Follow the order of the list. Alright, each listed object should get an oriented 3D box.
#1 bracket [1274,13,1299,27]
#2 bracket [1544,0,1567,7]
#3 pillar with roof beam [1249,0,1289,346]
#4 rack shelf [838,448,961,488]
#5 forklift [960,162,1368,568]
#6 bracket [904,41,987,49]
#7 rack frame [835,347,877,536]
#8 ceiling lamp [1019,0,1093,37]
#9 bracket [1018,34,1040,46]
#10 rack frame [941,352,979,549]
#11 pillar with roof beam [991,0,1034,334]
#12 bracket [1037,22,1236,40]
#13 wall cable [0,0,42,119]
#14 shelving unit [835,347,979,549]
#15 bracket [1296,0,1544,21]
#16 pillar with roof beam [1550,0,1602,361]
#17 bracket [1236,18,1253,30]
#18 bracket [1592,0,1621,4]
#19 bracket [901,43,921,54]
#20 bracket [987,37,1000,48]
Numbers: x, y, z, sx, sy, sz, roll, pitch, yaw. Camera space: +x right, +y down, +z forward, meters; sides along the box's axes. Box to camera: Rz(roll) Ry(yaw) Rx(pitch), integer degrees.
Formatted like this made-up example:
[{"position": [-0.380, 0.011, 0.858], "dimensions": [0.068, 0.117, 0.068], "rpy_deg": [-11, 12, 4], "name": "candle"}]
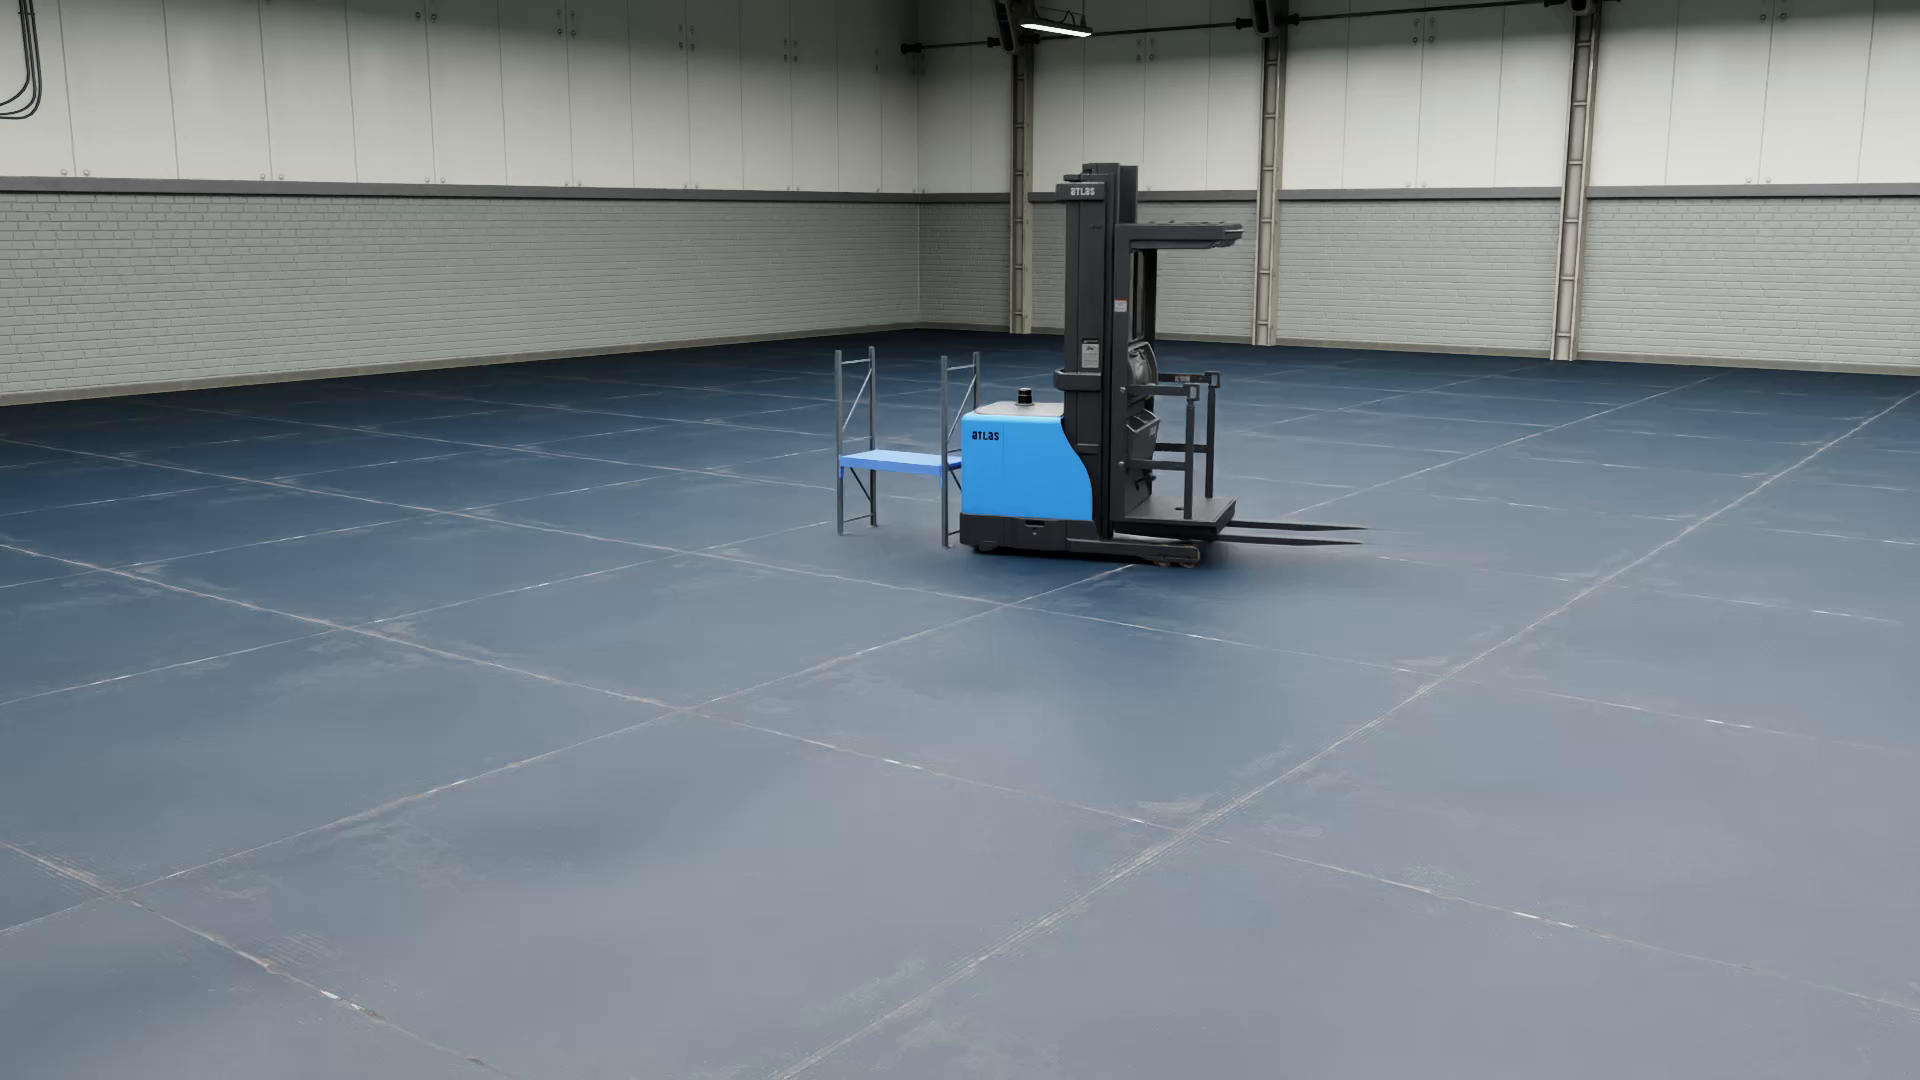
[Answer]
[{"position": [6.322, -10.058, 32.166], "dimensions": [0.430, 0.232, 0.235], "rpy_deg": [8, 13, 36], "name": "bracket"}, {"position": [10.489, -9.477, 29.162], "dimensions": [0.430, 0.232, 0.235], "rpy_deg": [8, 13, 36], "name": "bracket"}, {"position": [3.650, -7.732, 29.624], "dimensions": [0.548, 9.000, 9.100], "rpy_deg": [8, 13, 36], "name": "pillar with roof beam"}, {"position": [-0.422, -0.584, 13.363], "dimensions": [1.000, 0.185, 0.538], "rpy_deg": [7, 13, 32], "name": "rack shelf"}, {"position": [1.572, -1.346, 12.585], "dimensions": [3.031, 2.935, 1.130], "rpy_deg": [3, 11, 17], "name": "forklift"}, {"position": [-0.617, -11.026, 37.169], "dimensions": [3.189, 0.066, 0.076], "rpy_deg": [8, 13, 36], "name": "bracket"}, {"position": [-0.849, -0.813, 13.600], "dimensions": [0.032, 1.500, 0.500], "rpy_deg": [7, 13, 32], "name": "rack frame"}, {"position": [1.540, -10.738, 29.792], "dimensions": [0.800, 3.185, 2.000], "rpy_deg": [8, 13, 36], "name": "ceiling lamp"}, {"position": [1.486, -10.732, 35.653], "dimensions": [0.430, 0.232, 0.235], "rpy_deg": [8, 13, 36], "name": "bracket"}, {"position": [0.005, -0.708, 13.057], "dimensions": [0.032, 1.500, 0.500], "rpy_deg": [7, 13, 32], "name": "rack frame"}, {"position": [-1.186, -8.407, 33.110], "dimensions": [0.548, 9.000, 9.100], "rpy_deg": [8, 13, 36], "name": "pillar with roof beam"}, {"position": [3.563, -10.443, 34.156], "dimensions": [4.783, 0.066, 0.076], "rpy_deg": [8, 13, 36], "name": "bracket"}, {"position": [-13.243, -7.899, 21.529], "dimensions": [0.169, 6.003, 2.305], "rpy_deg": [8, 13, 36], "name": "wall cable"}, {"position": [-0.422, -0.760, 13.328], "dimensions": [1.048, 1.500, 0.538], "rpy_deg": [7, 13, 32], "name": "shelving unit"}, {"position": [8.399, -9.768, 30.669], "dimensions": [4.783, 0.066, 0.076], "rpy_deg": [8, 13, 36], "name": "bracket"}, {"position": [8.486, -7.058, 26.137], "dimensions": [0.548, 9.000, 9.100], "rpy_deg": [8, 13, 36], "name": "pillar with roof beam"}, {"position": [5.653, -10.151, 32.649], "dimensions": [0.430, 0.232, 0.235], "rpy_deg": [8, 13, 36], "name": "bracket"}, {"position": [11.158, -9.383, 28.679], "dimensions": [0.430, 0.232, 0.235], "rpy_deg": [8, 13, 36], "name": "bracket"}, {"position": [-1.093, -11.092, 37.513], "dimensions": [0.430, 0.232, 0.235], "rpy_deg": [8, 13, 36], "name": "bracket"}, {"position": [0.817, -10.826, 36.135], "dimensions": [0.430, 0.232, 0.235], "rpy_deg": [8, 13, 36], "name": "bracket"}]
